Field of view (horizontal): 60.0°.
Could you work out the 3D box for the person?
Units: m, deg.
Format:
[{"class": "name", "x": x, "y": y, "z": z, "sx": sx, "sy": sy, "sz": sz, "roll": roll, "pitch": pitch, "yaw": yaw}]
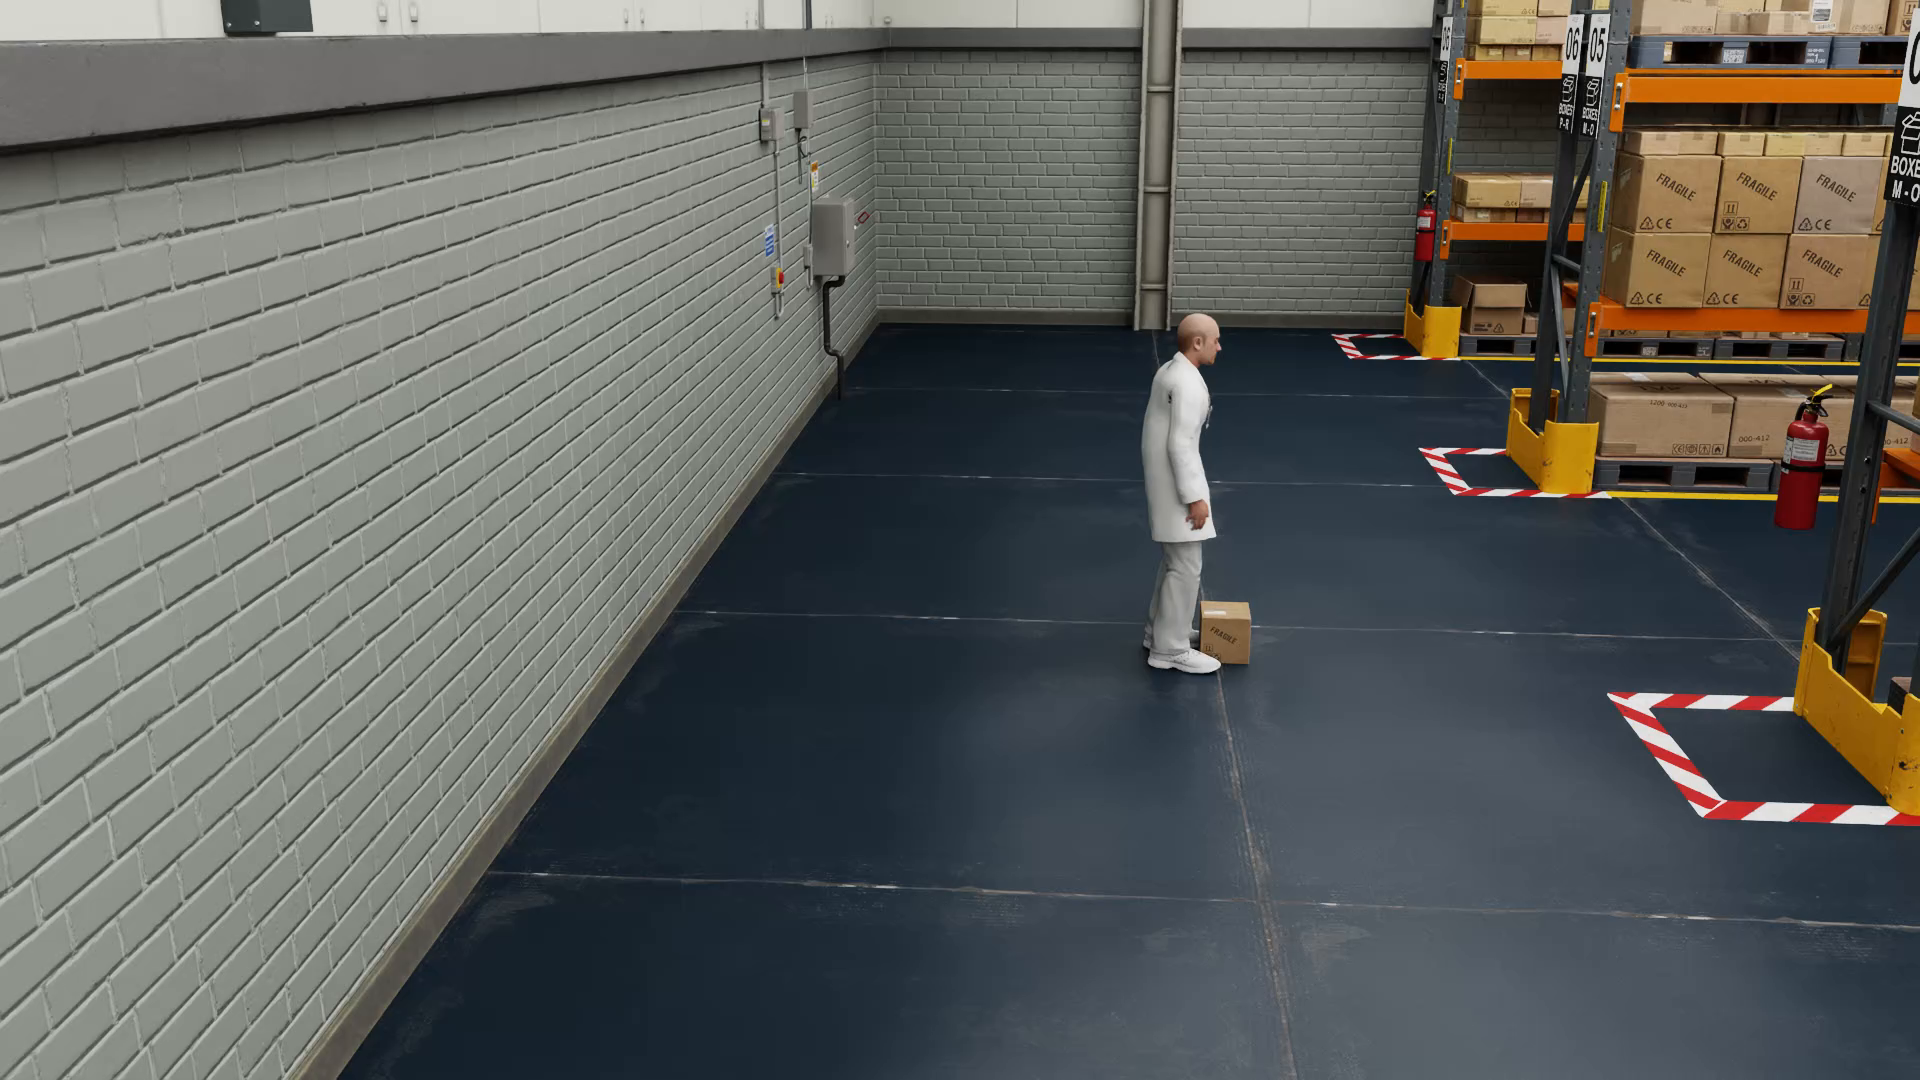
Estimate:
[{"class": "person", "x": 1.123, "y": -0.252, "z": 8.383, "sx": 0.424, "sy": 1.774, "sz": 0.644, "roll": 1, "pitch": 17, "yaw": 4}]
